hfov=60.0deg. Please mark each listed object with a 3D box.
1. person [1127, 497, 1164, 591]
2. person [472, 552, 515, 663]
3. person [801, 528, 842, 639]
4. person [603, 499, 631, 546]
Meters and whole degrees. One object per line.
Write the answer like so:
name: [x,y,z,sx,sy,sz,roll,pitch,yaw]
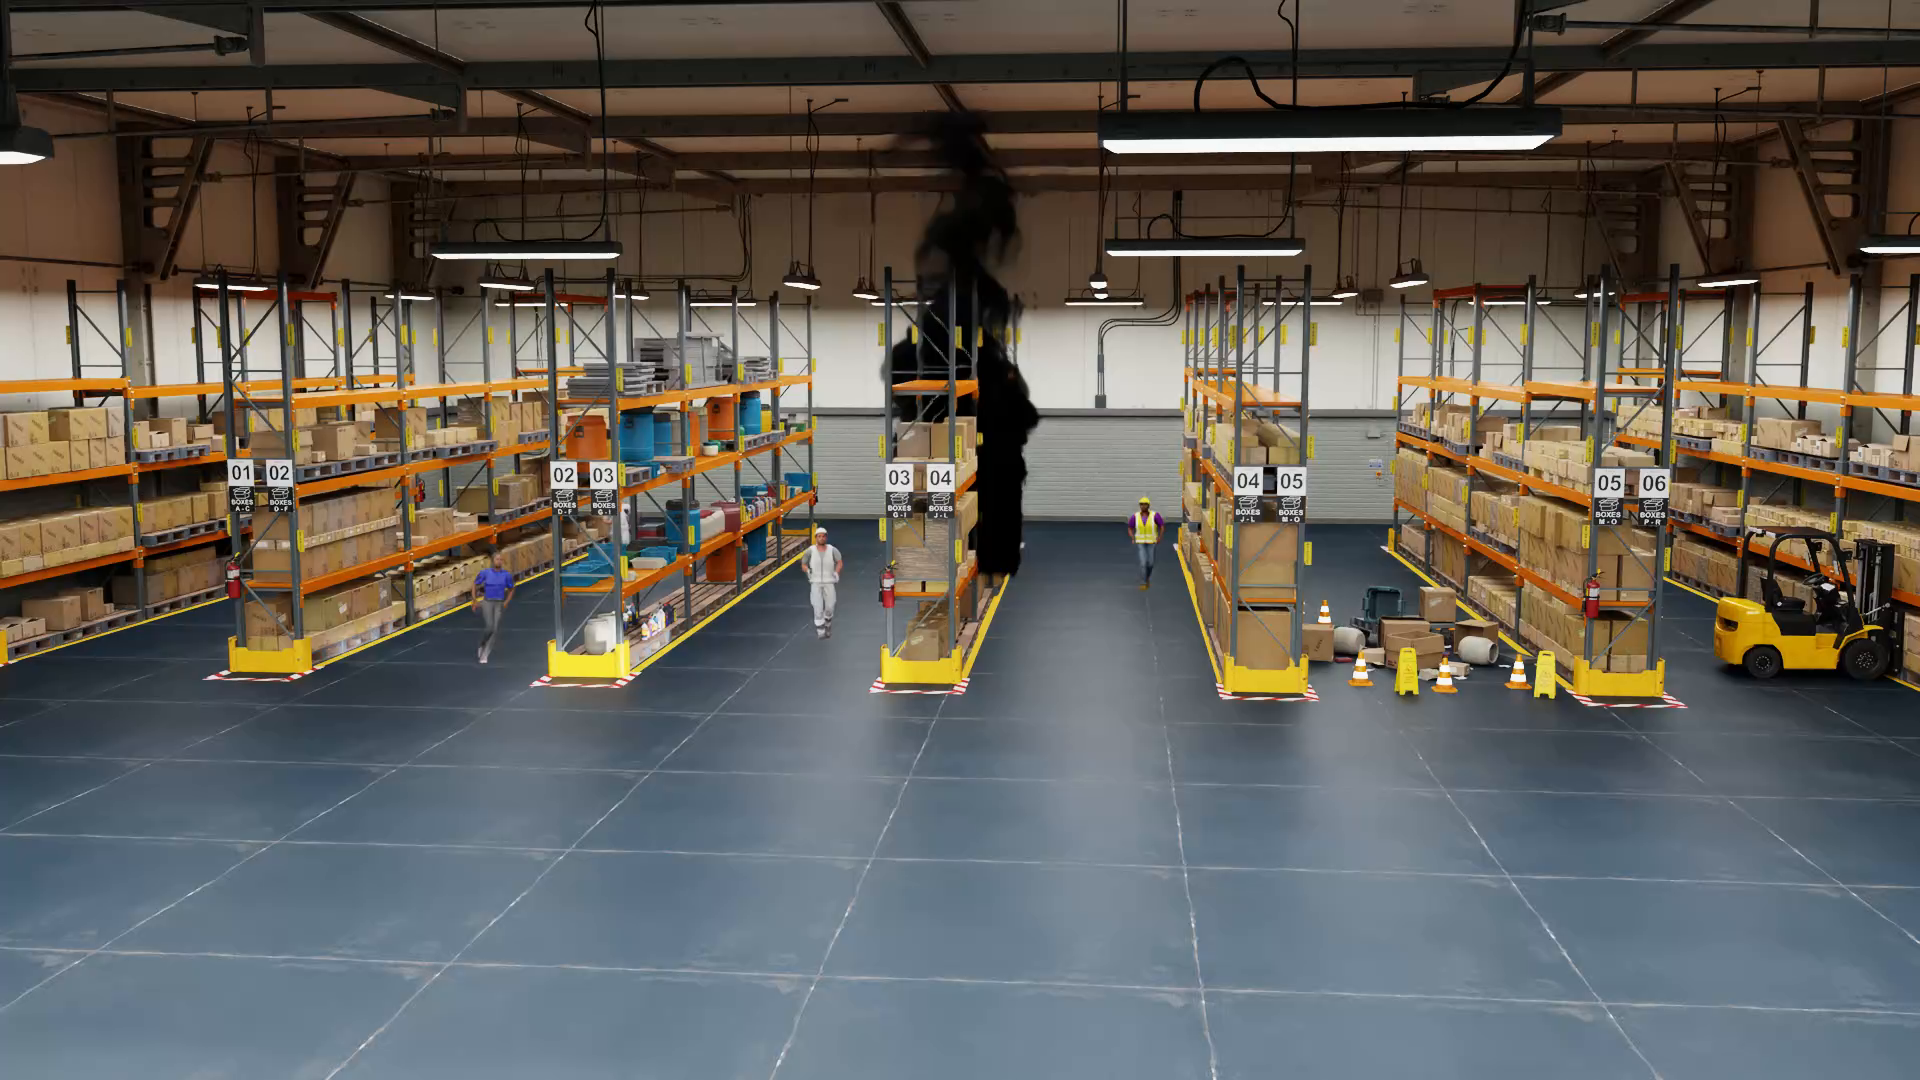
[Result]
person: [3.485,0.067,31.231,0.693,1.743,0.509,1,7,8]
person: [-6.785,1.081,24.263,0.613,1.394,0.479,-3,8,-26]
person: [-2.147,0.690,25.984,0.649,1.758,0.565,-1,7,-7]
person: [-7.129,-0.137,34.780,0.657,1.757,0.924,-1,7,-6]
